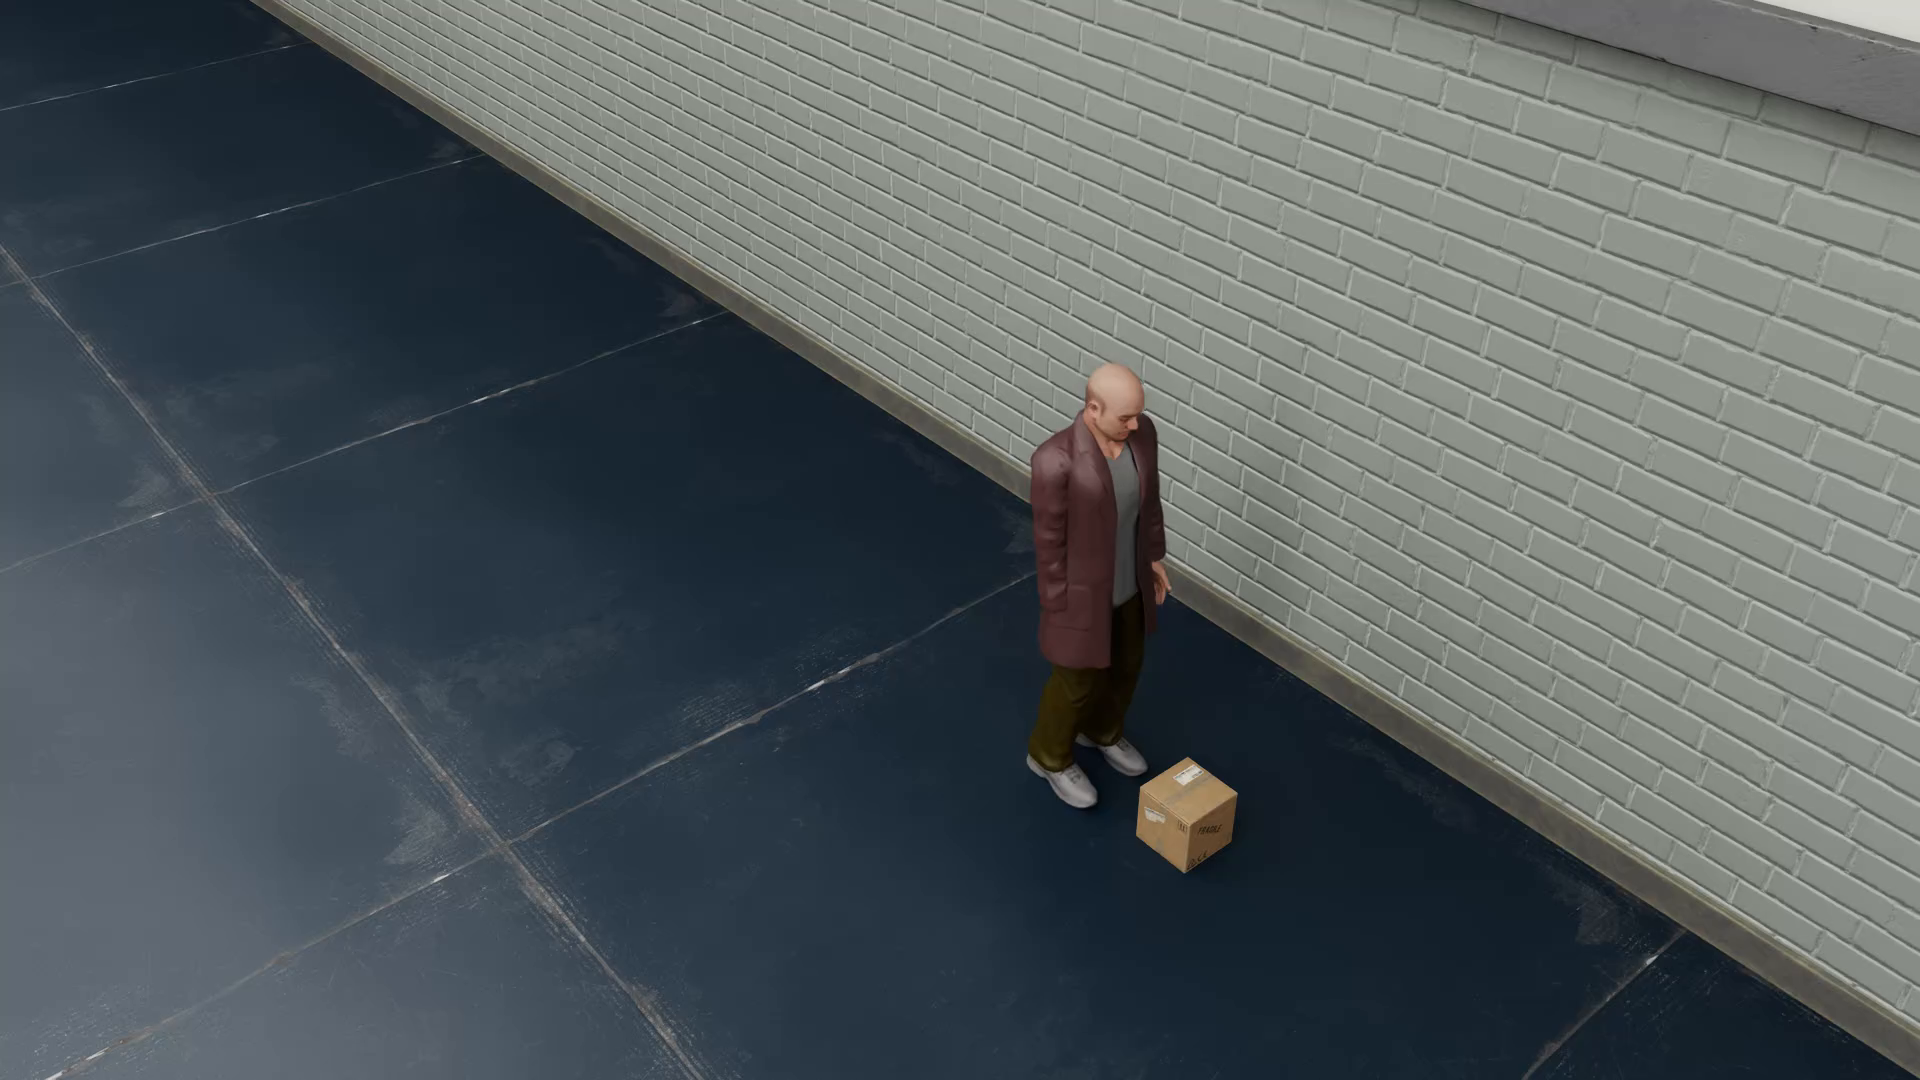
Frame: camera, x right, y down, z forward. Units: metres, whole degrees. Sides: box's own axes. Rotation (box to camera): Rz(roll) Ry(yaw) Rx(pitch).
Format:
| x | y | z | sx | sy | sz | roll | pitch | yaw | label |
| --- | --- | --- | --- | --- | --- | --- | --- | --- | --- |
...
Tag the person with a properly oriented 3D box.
| x | y | z | sx | sy | sz | roll | pitch | yaw | label |
| --- | --- | --- | --- | --- | --- | --- | --- | --- | --- |
| 0.512 | 0.156 | 5.950 | 0.563 | 1.772 | 0.384 | -25 | 42 | -31 | person |
